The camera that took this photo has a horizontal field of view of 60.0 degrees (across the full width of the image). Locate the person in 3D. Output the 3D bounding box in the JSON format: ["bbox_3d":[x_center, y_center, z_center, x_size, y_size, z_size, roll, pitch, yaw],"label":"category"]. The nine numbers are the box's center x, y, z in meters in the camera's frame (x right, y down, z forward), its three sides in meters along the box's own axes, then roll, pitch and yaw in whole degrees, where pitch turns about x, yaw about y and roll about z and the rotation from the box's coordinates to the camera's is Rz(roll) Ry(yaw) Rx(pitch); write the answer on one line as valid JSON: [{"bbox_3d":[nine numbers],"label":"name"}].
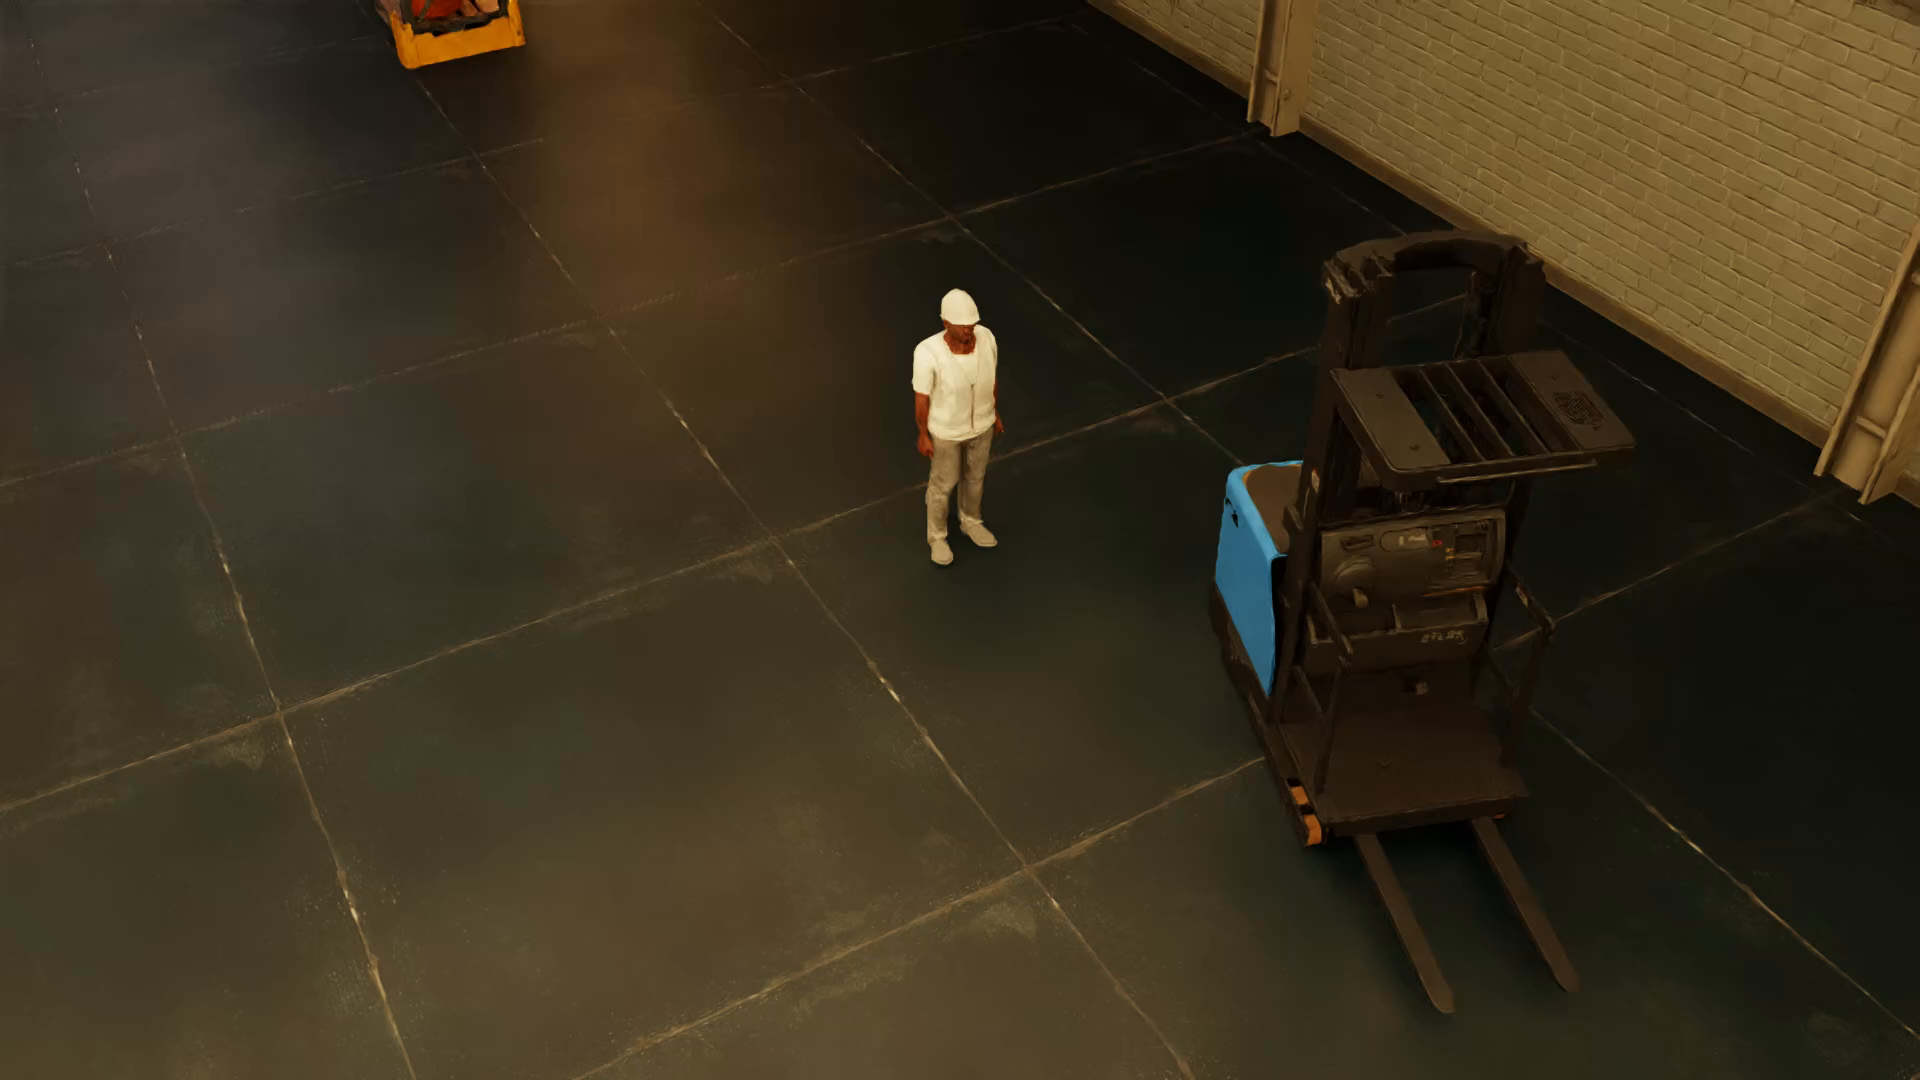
[{"bbox_3d":[0.007,-0.674,9.760,0.559,1.771,0.367,-20,44,-23],"label":"person"}]

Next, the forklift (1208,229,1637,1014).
[{"bbox_3d":[2.216,0.169,7.832,1.130,2.935,3.031,-7,40,-8],"label":"forklift"}]
